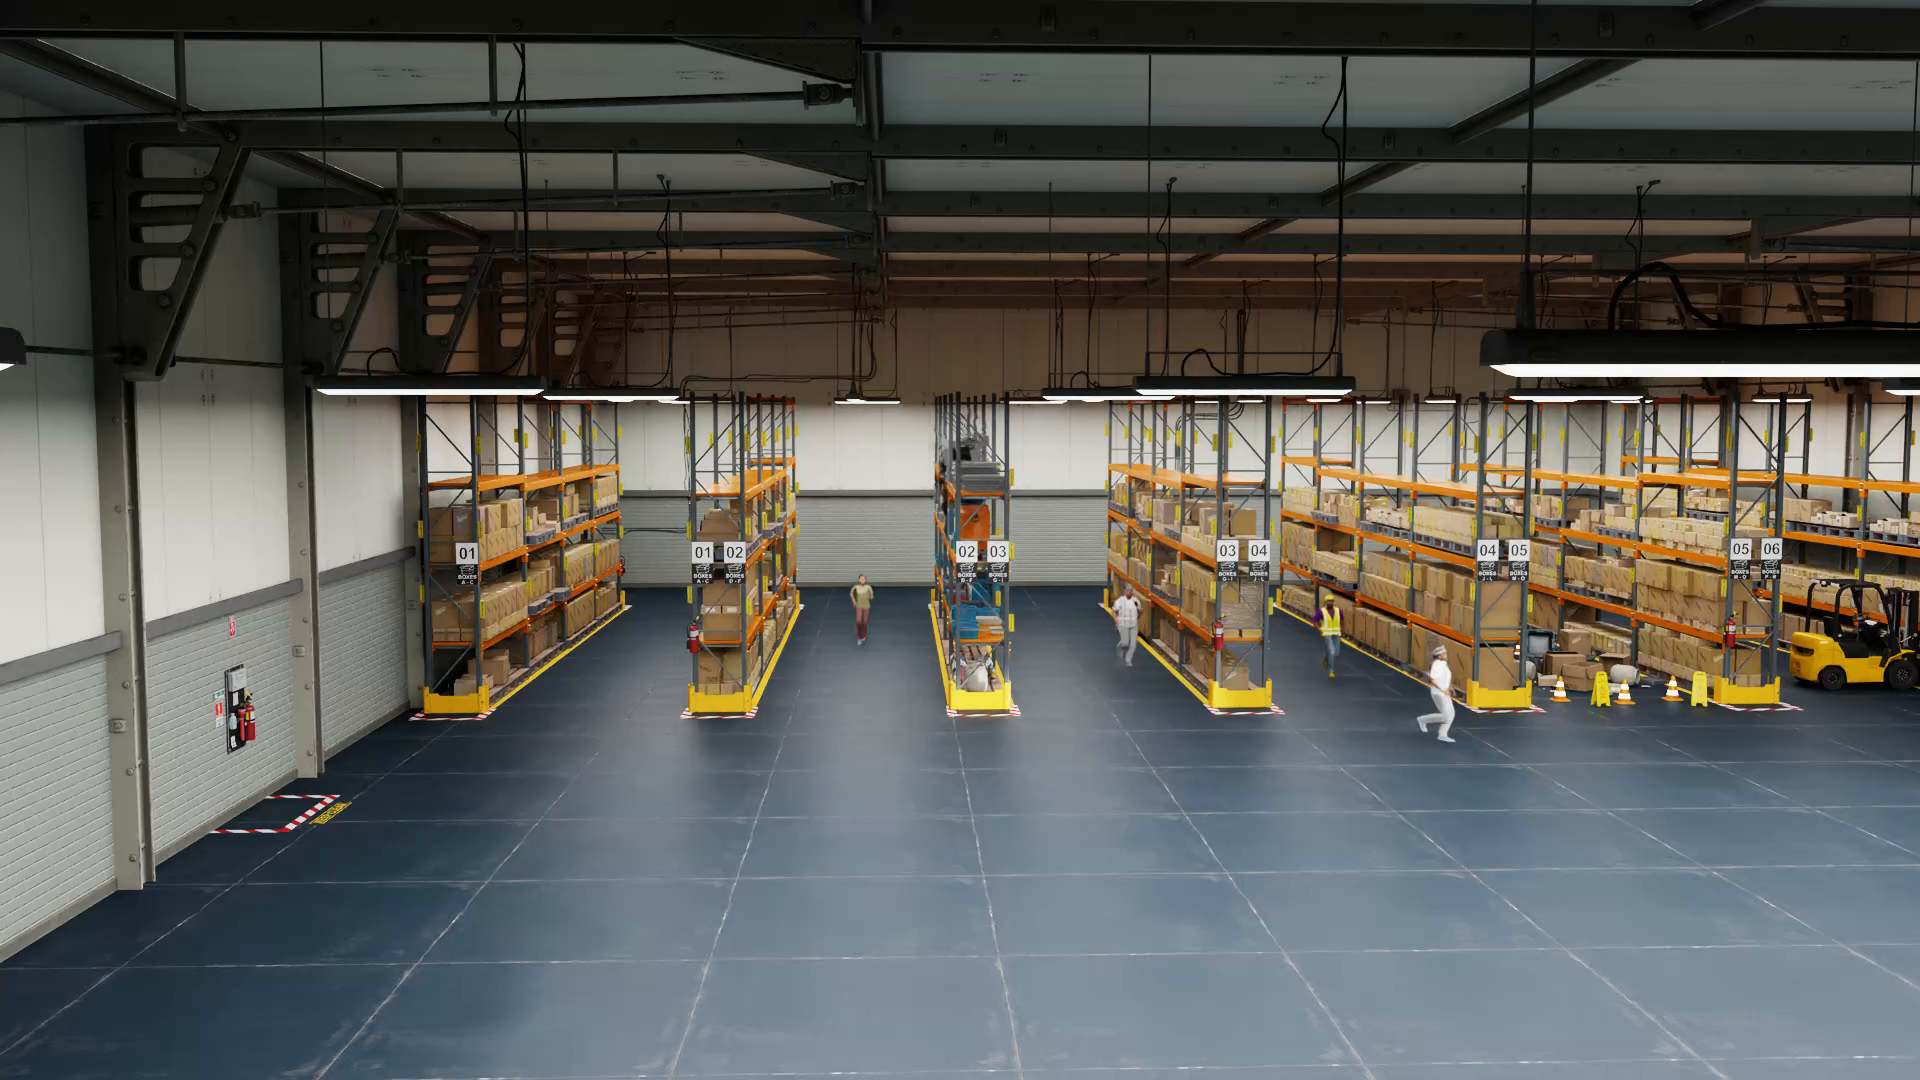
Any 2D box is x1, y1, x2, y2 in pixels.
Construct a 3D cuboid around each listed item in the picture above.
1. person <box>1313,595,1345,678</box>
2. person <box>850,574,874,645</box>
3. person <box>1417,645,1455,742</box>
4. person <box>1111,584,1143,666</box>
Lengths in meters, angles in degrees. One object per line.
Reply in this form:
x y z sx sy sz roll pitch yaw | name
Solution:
7.871 2.030 35.406 0.693 1.744 0.669 -1 5 -9 | person
-2.353 1.690 40.120 0.557 1.690 0.664 -1 5 -7 | person
8.183 2.621 28.498 0.617 1.665 0.586 2 5 26 | person
3.520 1.771 34.826 0.651 1.737 0.601 -1 5 -11 | person
